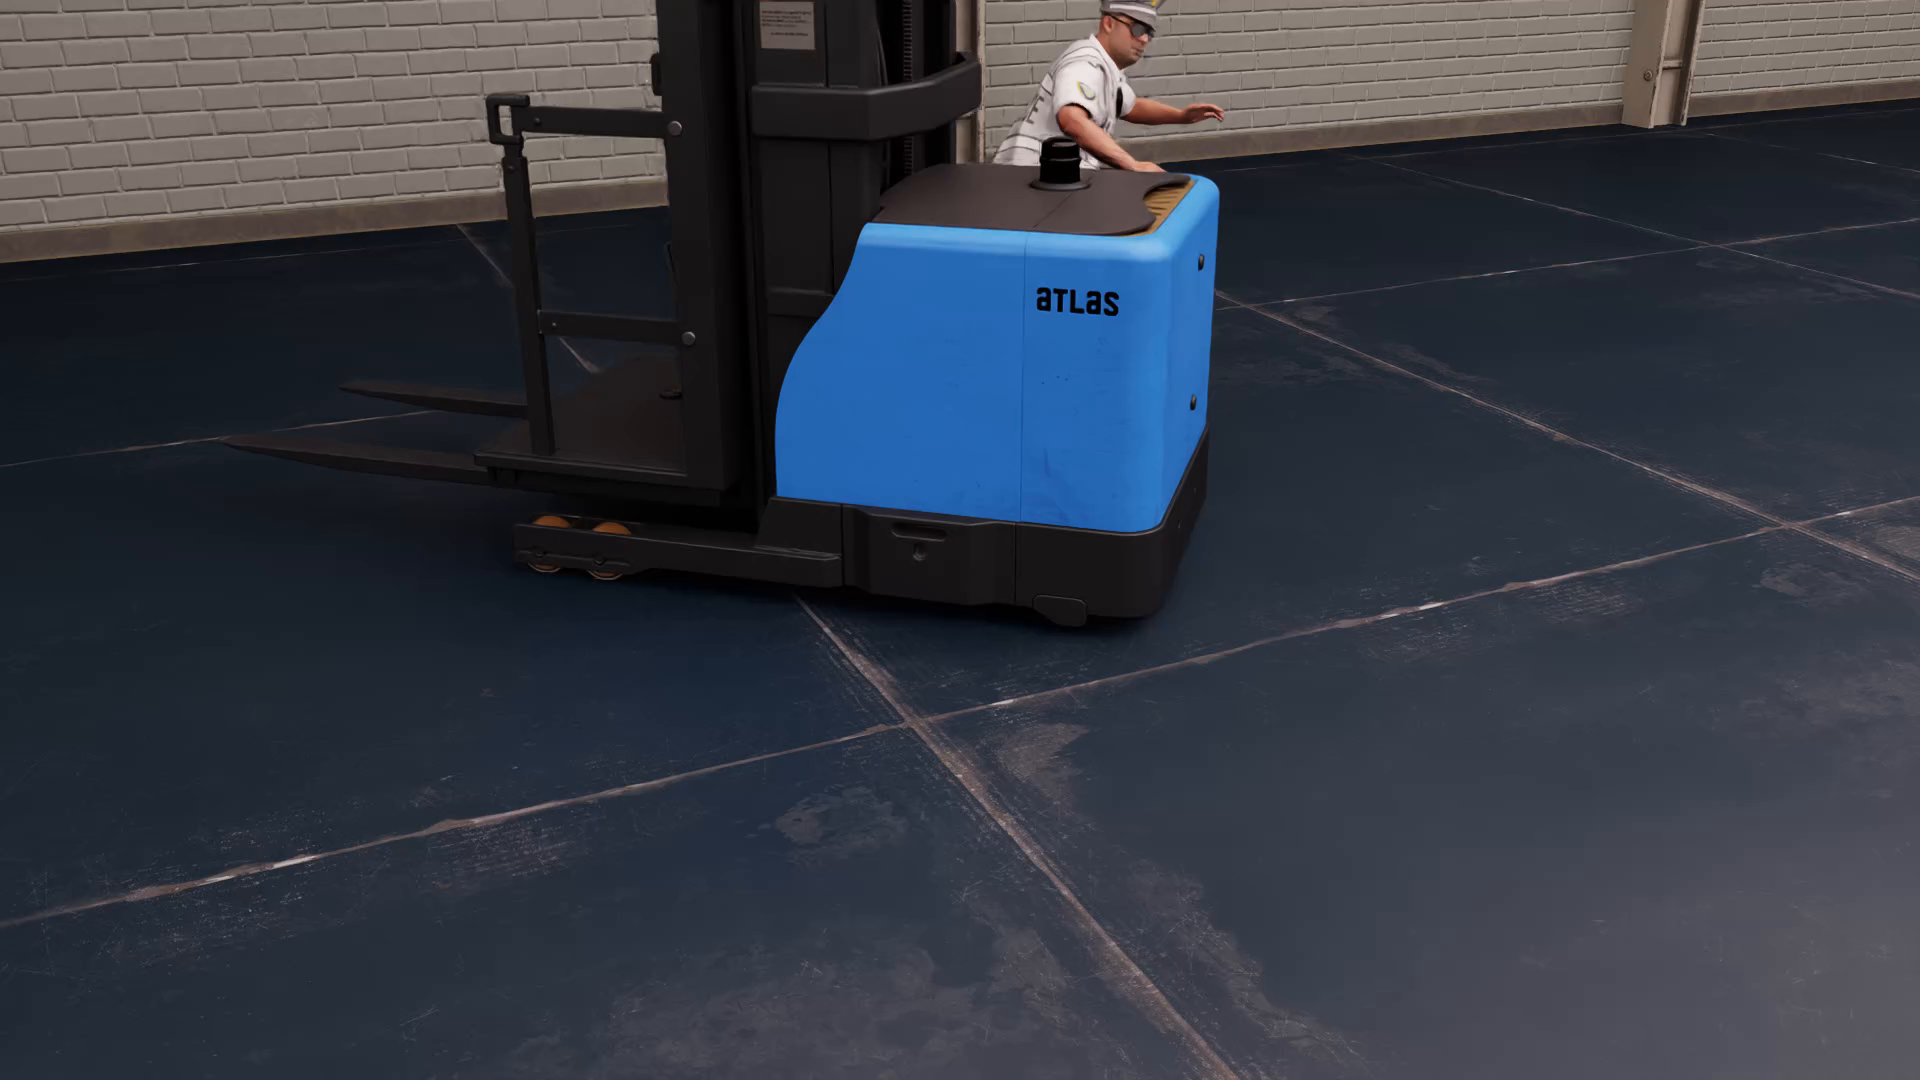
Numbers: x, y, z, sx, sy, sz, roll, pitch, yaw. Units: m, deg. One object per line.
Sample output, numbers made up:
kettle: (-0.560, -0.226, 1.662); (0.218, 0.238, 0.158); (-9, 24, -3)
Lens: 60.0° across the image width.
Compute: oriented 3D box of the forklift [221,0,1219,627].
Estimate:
forklift: (-0.800, -1.422, 4.710); (3.031, 2.935, 1.130); (6, 23, 15)

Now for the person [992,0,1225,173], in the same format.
person: (0.572, -1.223, 6.084); (0.933, 1.516, 0.999); (-6, 23, -14)
